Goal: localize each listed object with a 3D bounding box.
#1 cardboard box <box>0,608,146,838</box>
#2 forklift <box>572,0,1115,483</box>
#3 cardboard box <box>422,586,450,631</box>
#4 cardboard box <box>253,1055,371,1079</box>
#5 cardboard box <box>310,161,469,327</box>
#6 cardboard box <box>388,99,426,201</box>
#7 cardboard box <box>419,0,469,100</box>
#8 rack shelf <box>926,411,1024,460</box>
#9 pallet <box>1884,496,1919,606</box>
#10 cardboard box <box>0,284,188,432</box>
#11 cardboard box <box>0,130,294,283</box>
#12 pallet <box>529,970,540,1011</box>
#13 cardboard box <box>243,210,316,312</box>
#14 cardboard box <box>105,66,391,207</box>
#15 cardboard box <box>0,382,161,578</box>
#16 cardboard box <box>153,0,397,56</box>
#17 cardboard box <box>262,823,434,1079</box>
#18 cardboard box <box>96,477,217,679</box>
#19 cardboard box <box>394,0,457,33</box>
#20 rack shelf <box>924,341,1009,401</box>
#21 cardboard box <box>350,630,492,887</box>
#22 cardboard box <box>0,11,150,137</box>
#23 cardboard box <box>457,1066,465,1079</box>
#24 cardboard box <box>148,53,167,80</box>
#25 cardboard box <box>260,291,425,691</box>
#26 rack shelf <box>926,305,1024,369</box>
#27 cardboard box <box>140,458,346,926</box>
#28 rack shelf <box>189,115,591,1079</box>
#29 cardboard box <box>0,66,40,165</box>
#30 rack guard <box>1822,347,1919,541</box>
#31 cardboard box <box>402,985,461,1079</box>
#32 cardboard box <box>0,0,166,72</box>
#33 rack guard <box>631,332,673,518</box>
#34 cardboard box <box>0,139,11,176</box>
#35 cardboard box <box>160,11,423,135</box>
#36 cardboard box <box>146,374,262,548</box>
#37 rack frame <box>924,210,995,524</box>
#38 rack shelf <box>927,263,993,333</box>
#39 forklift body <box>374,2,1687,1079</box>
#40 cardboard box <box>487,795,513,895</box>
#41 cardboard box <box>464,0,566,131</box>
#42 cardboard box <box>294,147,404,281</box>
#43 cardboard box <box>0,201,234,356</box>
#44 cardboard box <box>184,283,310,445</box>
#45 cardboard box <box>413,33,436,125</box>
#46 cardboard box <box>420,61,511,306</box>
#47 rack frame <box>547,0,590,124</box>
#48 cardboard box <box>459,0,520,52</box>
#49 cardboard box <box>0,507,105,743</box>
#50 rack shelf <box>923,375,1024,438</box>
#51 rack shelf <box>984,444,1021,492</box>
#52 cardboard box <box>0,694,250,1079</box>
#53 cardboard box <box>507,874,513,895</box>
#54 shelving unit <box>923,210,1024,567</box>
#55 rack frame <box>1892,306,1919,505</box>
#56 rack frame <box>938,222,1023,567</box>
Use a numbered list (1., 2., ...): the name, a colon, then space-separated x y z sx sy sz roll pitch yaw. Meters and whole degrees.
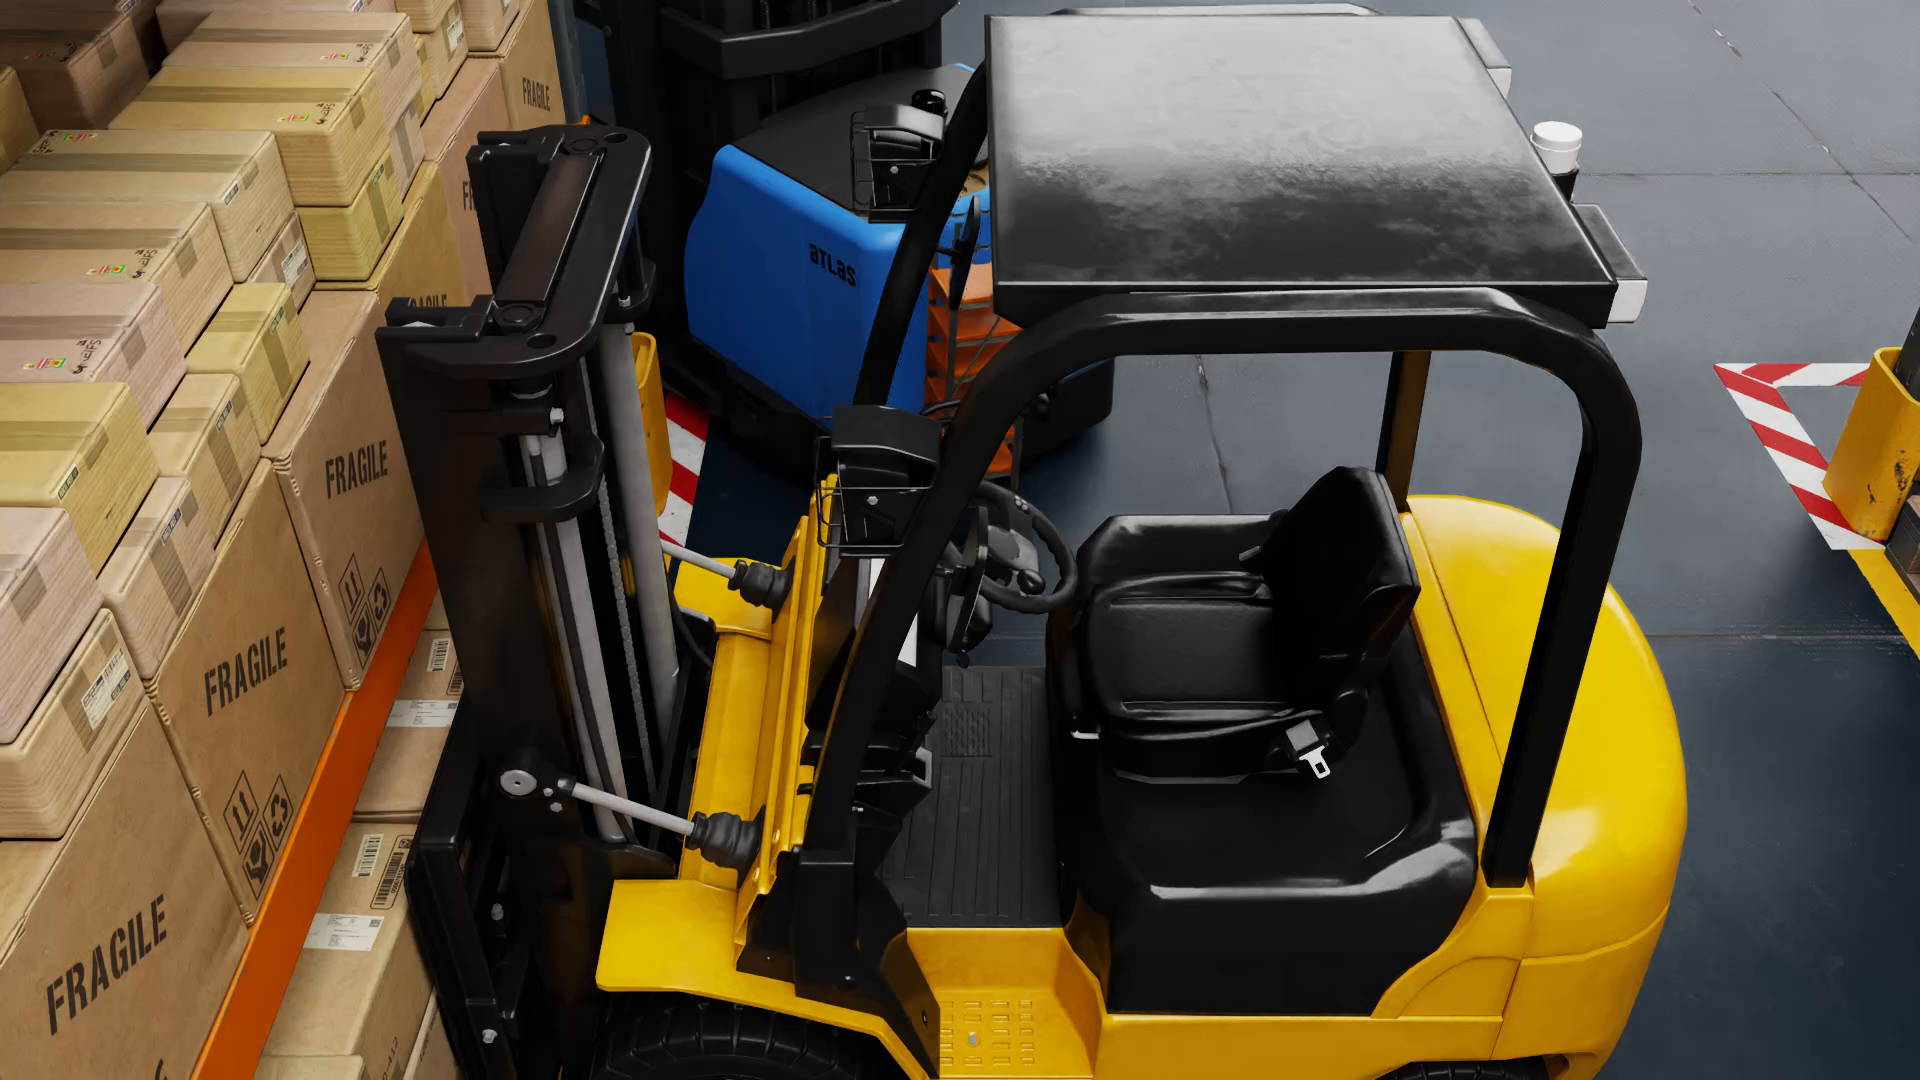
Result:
1. cardboard box: -1.230 0.213 1.987 0.380 0.149 0.250 1 39 1
2. forklift: -0.833 -2.027 5.436 1.130 2.935 3.031 -29 47 -31
3. cardboard box: -1.211 0.124 3.760 0.500 0.250 0.500 0 39 1
4. cardboard box: -1.213 1.080 2.567 0.500 0.250 0.500 0 39 0
5. cardboard box: -1.285 -0.404 3.276 0.500 0.500 0.500 -1 39 -1
6. cardboard box: -1.255 -0.749 3.187 0.380 0.149 0.250 -1 39 -2
7. cardboard box: -1.291 -1.071 3.589 0.380 0.149 0.250 1 39 1
8. rack shelf: 0.035 -0.313 4.931 0.258 0.103 0.180 -10 41 -16
9. pallet: 3.389 0.320 4.682 1.003 0.211 1.213 0 39 0
10. cardboard box: -1.321 -0.230 2.301 0.380 0.149 0.250 0 39 0
11. cardboard box: -1.322 -0.543 2.692 0.380 0.149 0.250 0 39 1
12. pallet: -1.499 1.010 3.821 1.003 0.211 1.213 0 39 0
13. cardboard box: -1.324 -0.435 2.795 0.380 0.149 0.250 0 39 0
14. cardboard box: -1.228 -0.704 2.893 0.380 0.149 0.250 1 39 1
15. cardboard box: -1.265 -0.070 2.103 0.380 0.149 0.250 -1 39 -1
16. cardboard box: -1.345 -1.028 3.298 0.380 0.149 0.250 0 39 0
17. cardboard box: -1.225 0.769 2.955 0.500 0.250 0.500 1 39 1
18. cardboard box: -1.228 0.049 2.192 0.380 0.149 0.250 0 39 -1
19. cardboard box: -1.271 -1.184 3.493 0.380 0.149 0.250 1 39 1
20. rack shelf: 0.047 -0.498 4.779 0.258 0.103 0.180 -10 41 -16
21. cardboard box: -1.218 0.441 3.365 0.500 0.250 0.500 -1 39 -1
22. cardboard box: -1.762 -0.867 3.097 0.380 0.149 0.250 1 39 1
23. cardboard box: -1.238 1.151 3.278 0.500 0.250 0.500 1 39 1
24. cardboard box: -1.802 -0.917 3.397 0.380 0.149 0.250 -1 39 -2
25. cardboard box: -1.274 -0.090 2.884 0.500 0.500 0.500 0 39 0
26. rack shelf: 0.053 -0.591 4.703 0.258 0.103 0.180 -10 41 -16
27. cardboard box: -1.294 0.225 2.491 0.500 0.500 0.500 0 39 0
28. rack shelf: -1.538 0.214 3.160 1.077 0.370 4.000 0 39 0
29. cardboard box: -1.860 -0.703 2.892 0.380 0.149 0.250 -1 39 -1
30. rack guard: 3.423 -0.301 5.225 1.175 0.500 0.348 0 39 0
31. cardboard box: -1.220 0.966 3.109 0.500 0.250 0.500 0 39 0
32. cardboard box: -1.788 -1.032 3.303 0.380 0.149 0.250 0 39 0
33. rack guard: -1.541 -0.357 5.296 1.175 0.500 0.348 0 39 0
34. cardboard box: -1.781 -0.548 2.699 0.380 0.149 0.250 0 39 0
35. cardboard box: -1.234 -0.866 3.095 0.380 0.149 0.250 1 39 1
36. cardboard box: -1.246 -0.108 2.388 0.380 0.149 0.250 -1 39 -1
37. rack frame: 0.014 -0.496 4.893 0.240 1.200 0.006 -10 41 -16
38. rack shelf: 0.059 -0.684 4.627 0.258 0.103 0.180 -10 41 -16
39. forklift body: 0.286 0.198 3.283 2.313 2.155 1.214 0 39 0
40. cardboard box: -1.219 0.650 3.504 0.500 0.250 0.500 0 39 0
41. cardboard box: -1.278 -1.049 4.081 0.500 0.500 0.500 -1 39 -1
42. cardboard box: -1.234 -0.591 2.990 0.380 0.149 0.250 0 39 0
43. cardboard box: -1.339 -0.385 2.496 0.380 0.149 0.250 0 39 0
44. cardboard box: -1.255 -0.275 2.596 0.380 0.149 0.250 -1 39 -1
45. cardboard box: -1.302 -0.916 3.396 0.380 0.149 0.250 0 39 0
46. cardboard box: -1.286 -0.725 3.676 0.500 0.500 0.500 1 39 1
47. rack frame: -1.541 -1.318 4.496 1.000 3.000 0.127 0 39 0
48. cardboard box: -1.230 -1.233 3.792 0.380 0.149 0.250 1 39 1
49. cardboard box: -1.237 0.092 1.900 0.380 0.149 0.250 1 39 1
50. rack shelf: 0.041 -0.405 4.855 0.258 0.103 0.180 -10 41 -16
51. rack shelf: 0.029 -0.220 5.007 0.258 0.103 0.180 -10 41 -16
52. cardboard box: -1.293 0.541 2.096 0.500 0.500 0.500 1 39 1
53. cardboard box: -1.219 0.834 3.674 0.500 0.250 0.500 1 39 1
54. shelving unit: 0.043 -0.440 4.826 0.258 1.200 0.189 -10 41 -16
55. rack frame: 3.423 -1.324 4.503 1.000 3.000 0.127 0 39 0
56. rack frame: 0.072 -0.384 4.760 0.240 1.200 0.006 -10 41 -16
